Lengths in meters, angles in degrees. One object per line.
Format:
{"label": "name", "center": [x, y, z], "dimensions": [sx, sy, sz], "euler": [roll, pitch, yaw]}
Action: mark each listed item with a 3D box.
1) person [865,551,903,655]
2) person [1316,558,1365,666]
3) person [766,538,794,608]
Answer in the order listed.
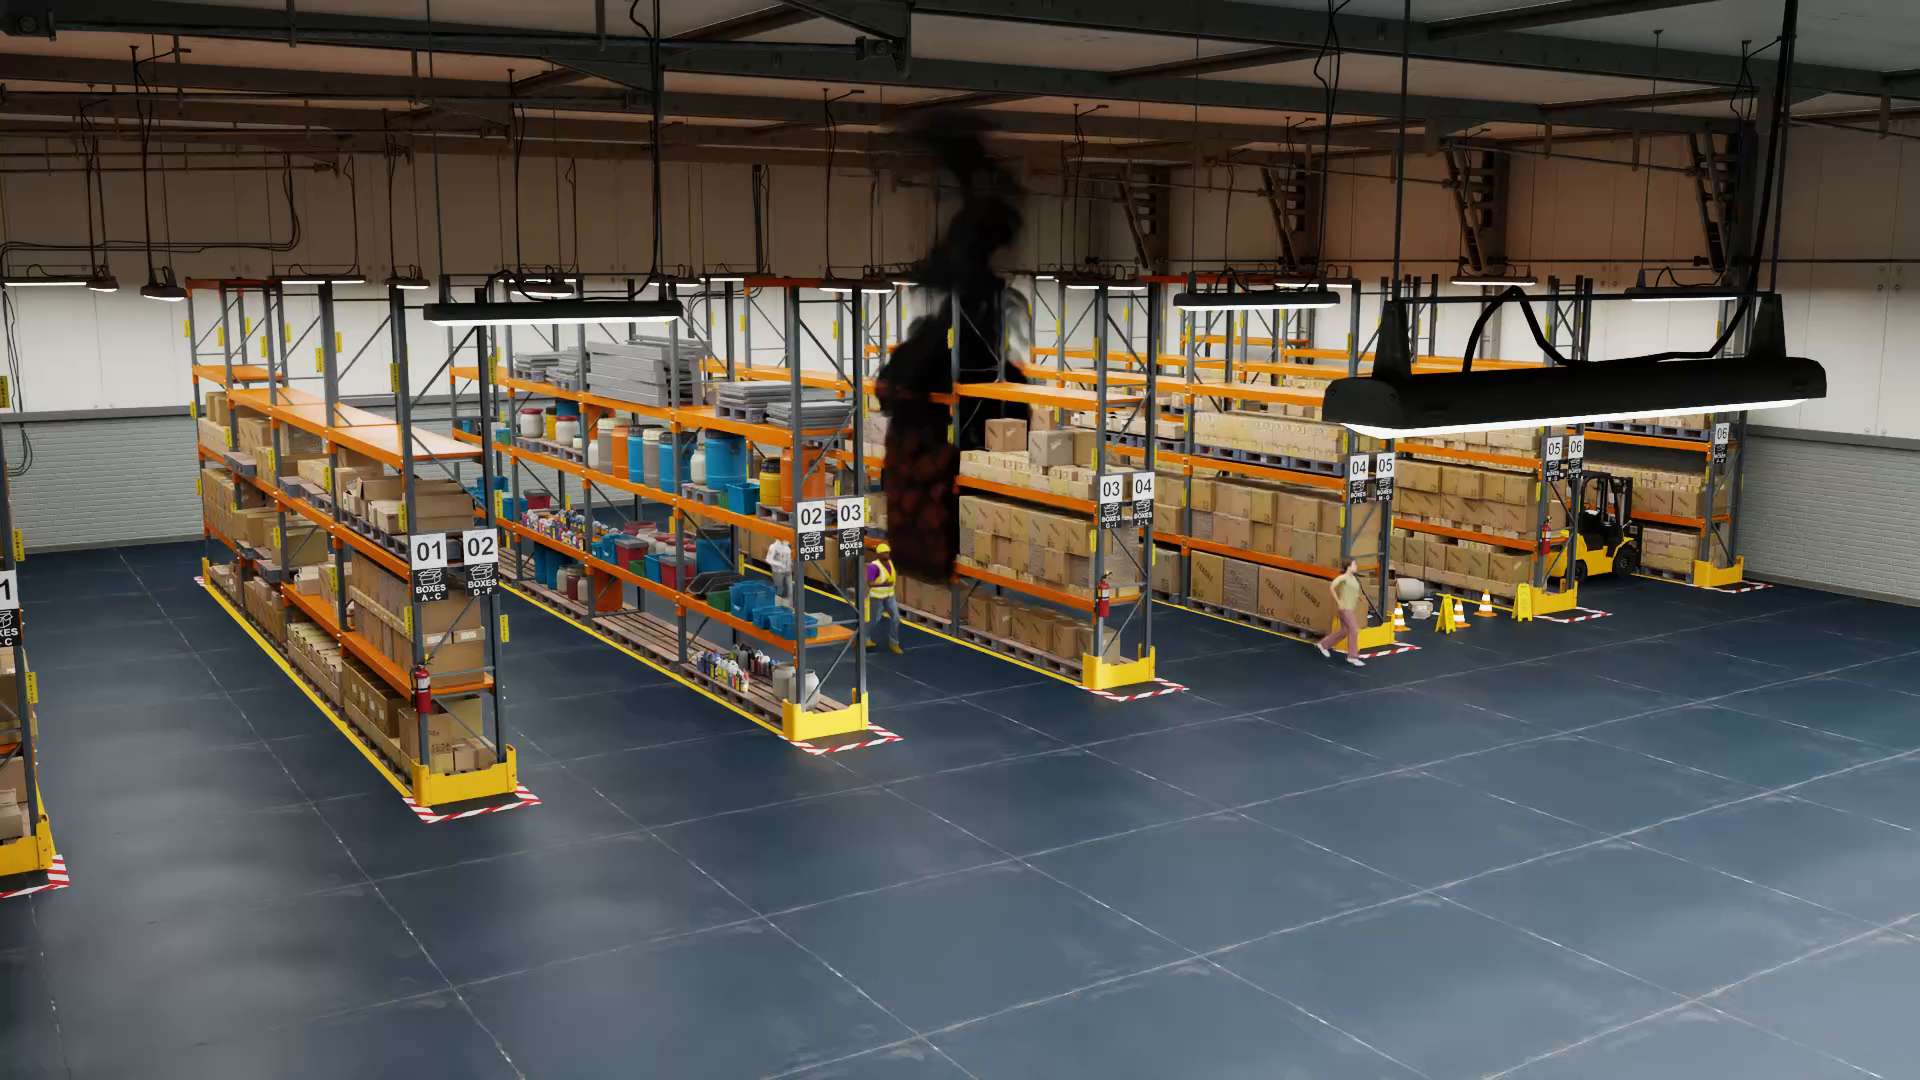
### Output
{"label": "person", "center": [-1.272, 0.967, 27.059], "dimensions": [0.635, 1.778, 0.841], "euler": [-9, 13, -42]}
{"label": "person", "center": [6.126, 1.114, 26.463], "dimensions": [0.821, 1.674, 0.586], "euler": [6, 11, 31]}
{"label": "person", "center": [-3.184, 0.535, 29.553], "dimensions": [0.617, 1.607, 0.745], "euler": [-8, 13, -40]}
